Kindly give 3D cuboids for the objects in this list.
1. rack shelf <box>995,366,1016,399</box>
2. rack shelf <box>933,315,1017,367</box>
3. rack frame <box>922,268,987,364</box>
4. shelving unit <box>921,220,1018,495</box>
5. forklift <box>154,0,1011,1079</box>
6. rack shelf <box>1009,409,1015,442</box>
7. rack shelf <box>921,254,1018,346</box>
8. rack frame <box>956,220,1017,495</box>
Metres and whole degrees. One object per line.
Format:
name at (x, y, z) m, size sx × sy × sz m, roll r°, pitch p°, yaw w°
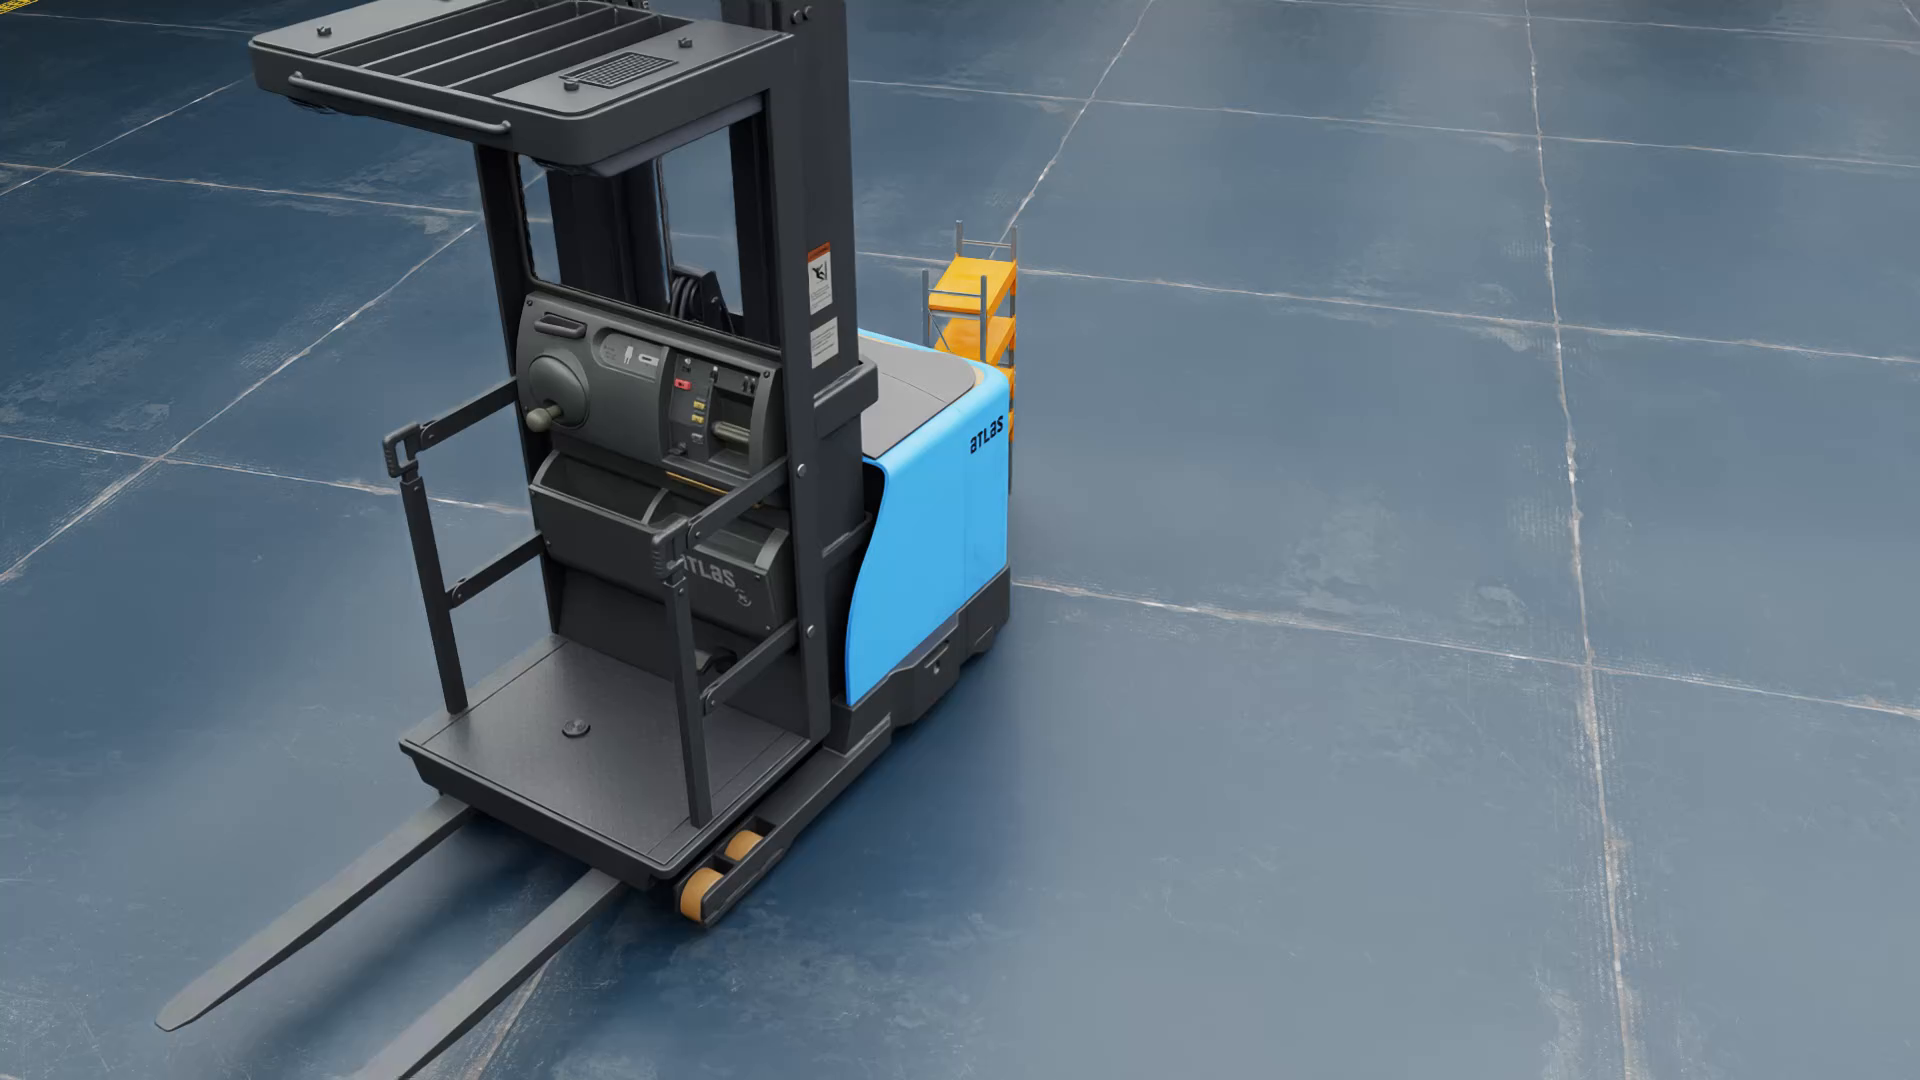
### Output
rack shelf at (0.042, -0.535, 6.599) m, size 0.258 × 0.148 × 0.480 m, roll 8°, pitch 33°, yaw 12°
rack shelf at (0.042, -0.724, 6.479) m, size 0.258 × 0.148 × 0.480 m, roll 8°, pitch 33°, yaw 12°
rack frame at (-0.020, -0.466, 6.364) m, size 0.240 × 1.200 × 0.015 m, roll 8°, pitch 33°, yaw 12°
shelving unit at (0.042, -0.592, 6.563) m, size 0.258 × 1.200 × 0.503 m, roll 8°, pitch 33°, yaw 12°
forklift at (-1.024, -0.380, 4.616) m, size 1.130 × 2.935 × 3.031 m, roll 19°, pitch 37°, yaw 27°
rack shelf at (0.042, -0.368, 6.706) m, size 0.258 × 0.148 × 0.480 m, roll 8°, pitch 33°, yaw 12°
rack shelf at (0.042, -0.924, 6.352) m, size 0.258 × 0.148 × 0.480 m, roll 8°, pitch 33°, yaw 12°
rack frame at (0.104, -0.719, 6.762) m, size 0.240 × 1.200 × 0.015 m, roll 8°, pitch 33°, yaw 12°
